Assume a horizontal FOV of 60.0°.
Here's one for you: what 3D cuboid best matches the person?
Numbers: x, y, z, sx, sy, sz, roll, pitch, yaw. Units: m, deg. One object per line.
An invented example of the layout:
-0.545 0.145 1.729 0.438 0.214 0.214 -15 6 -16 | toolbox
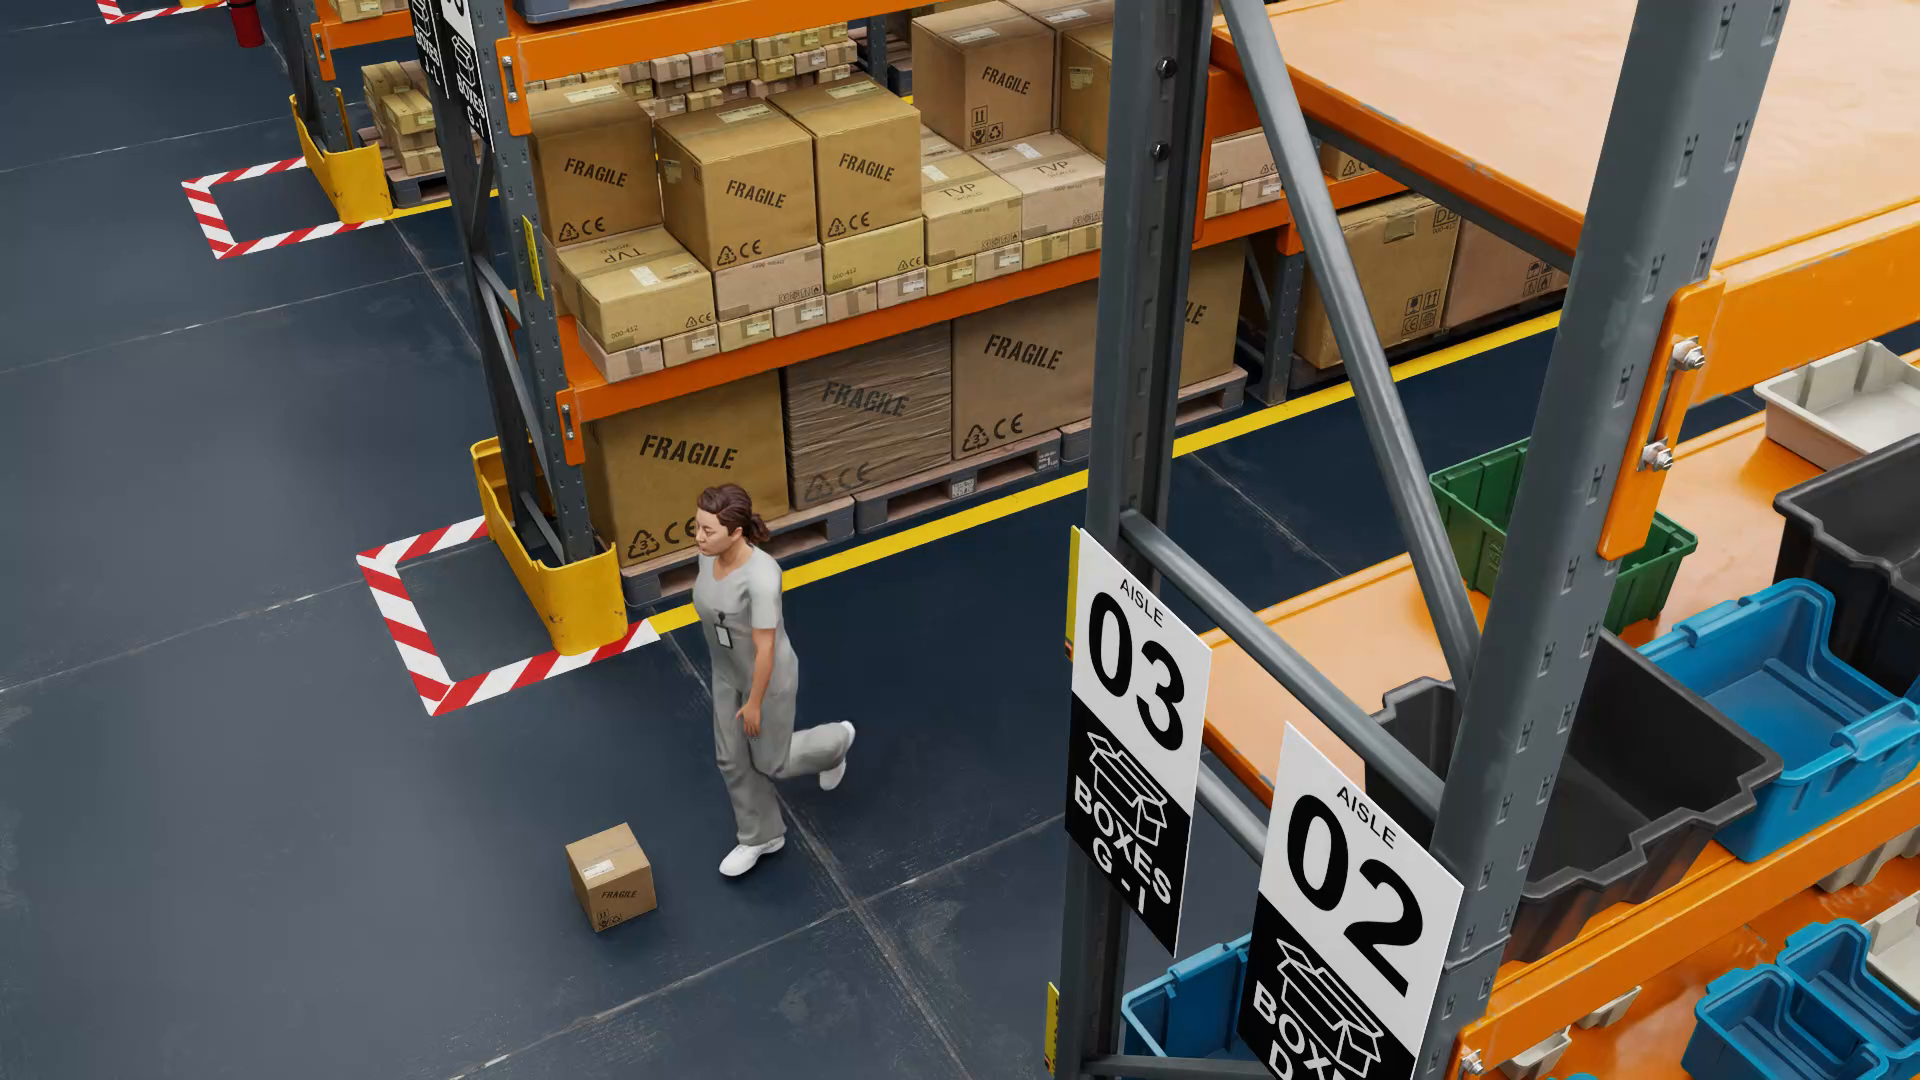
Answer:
-0.764 0.468 6.293 0.455 1.644 0.737 27 45 31 | person
